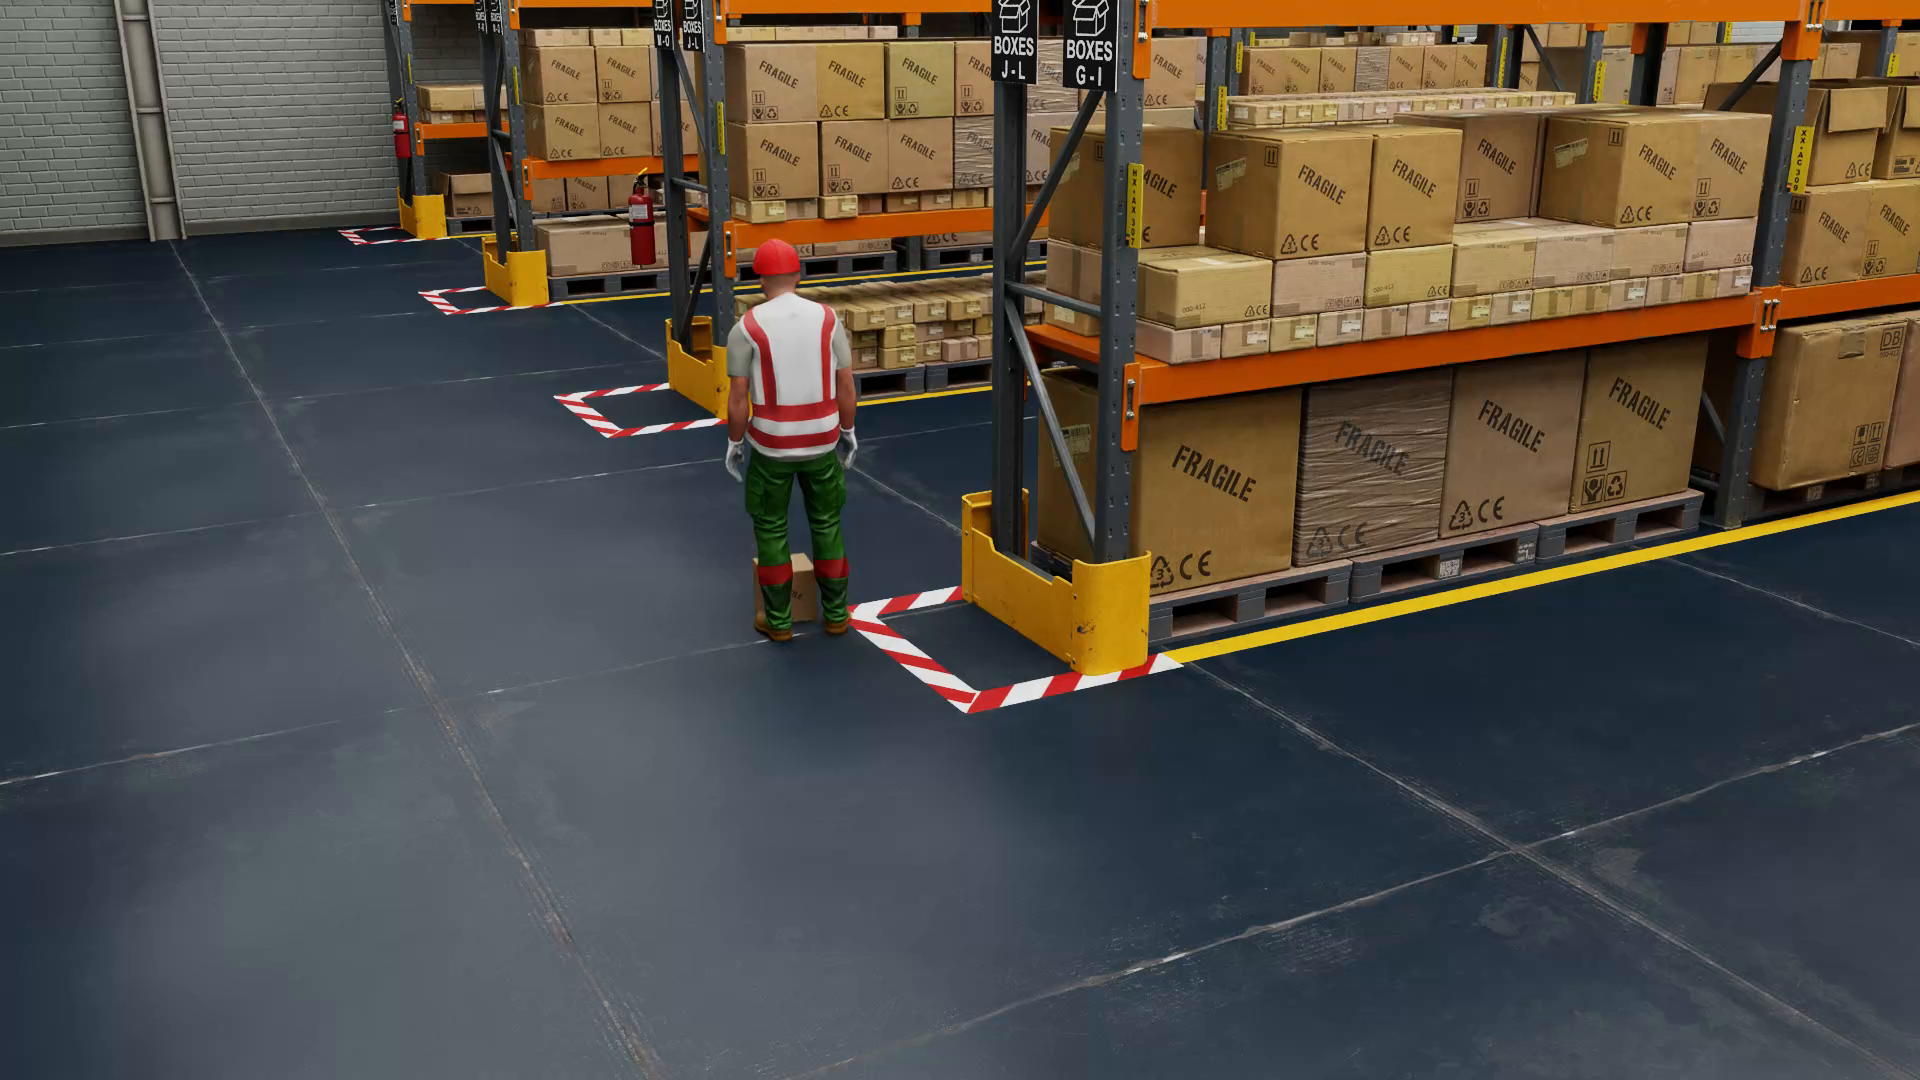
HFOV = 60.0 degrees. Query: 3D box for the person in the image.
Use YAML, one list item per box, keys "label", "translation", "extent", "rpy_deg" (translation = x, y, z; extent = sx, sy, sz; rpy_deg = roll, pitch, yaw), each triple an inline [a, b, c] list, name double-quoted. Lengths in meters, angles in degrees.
- label: "person"
  translation: [-0.742, -0.428, 7.333]
  extent: [0.604, 1.777, 0.453]
  rpy_deg: [-6, 19, -18]
